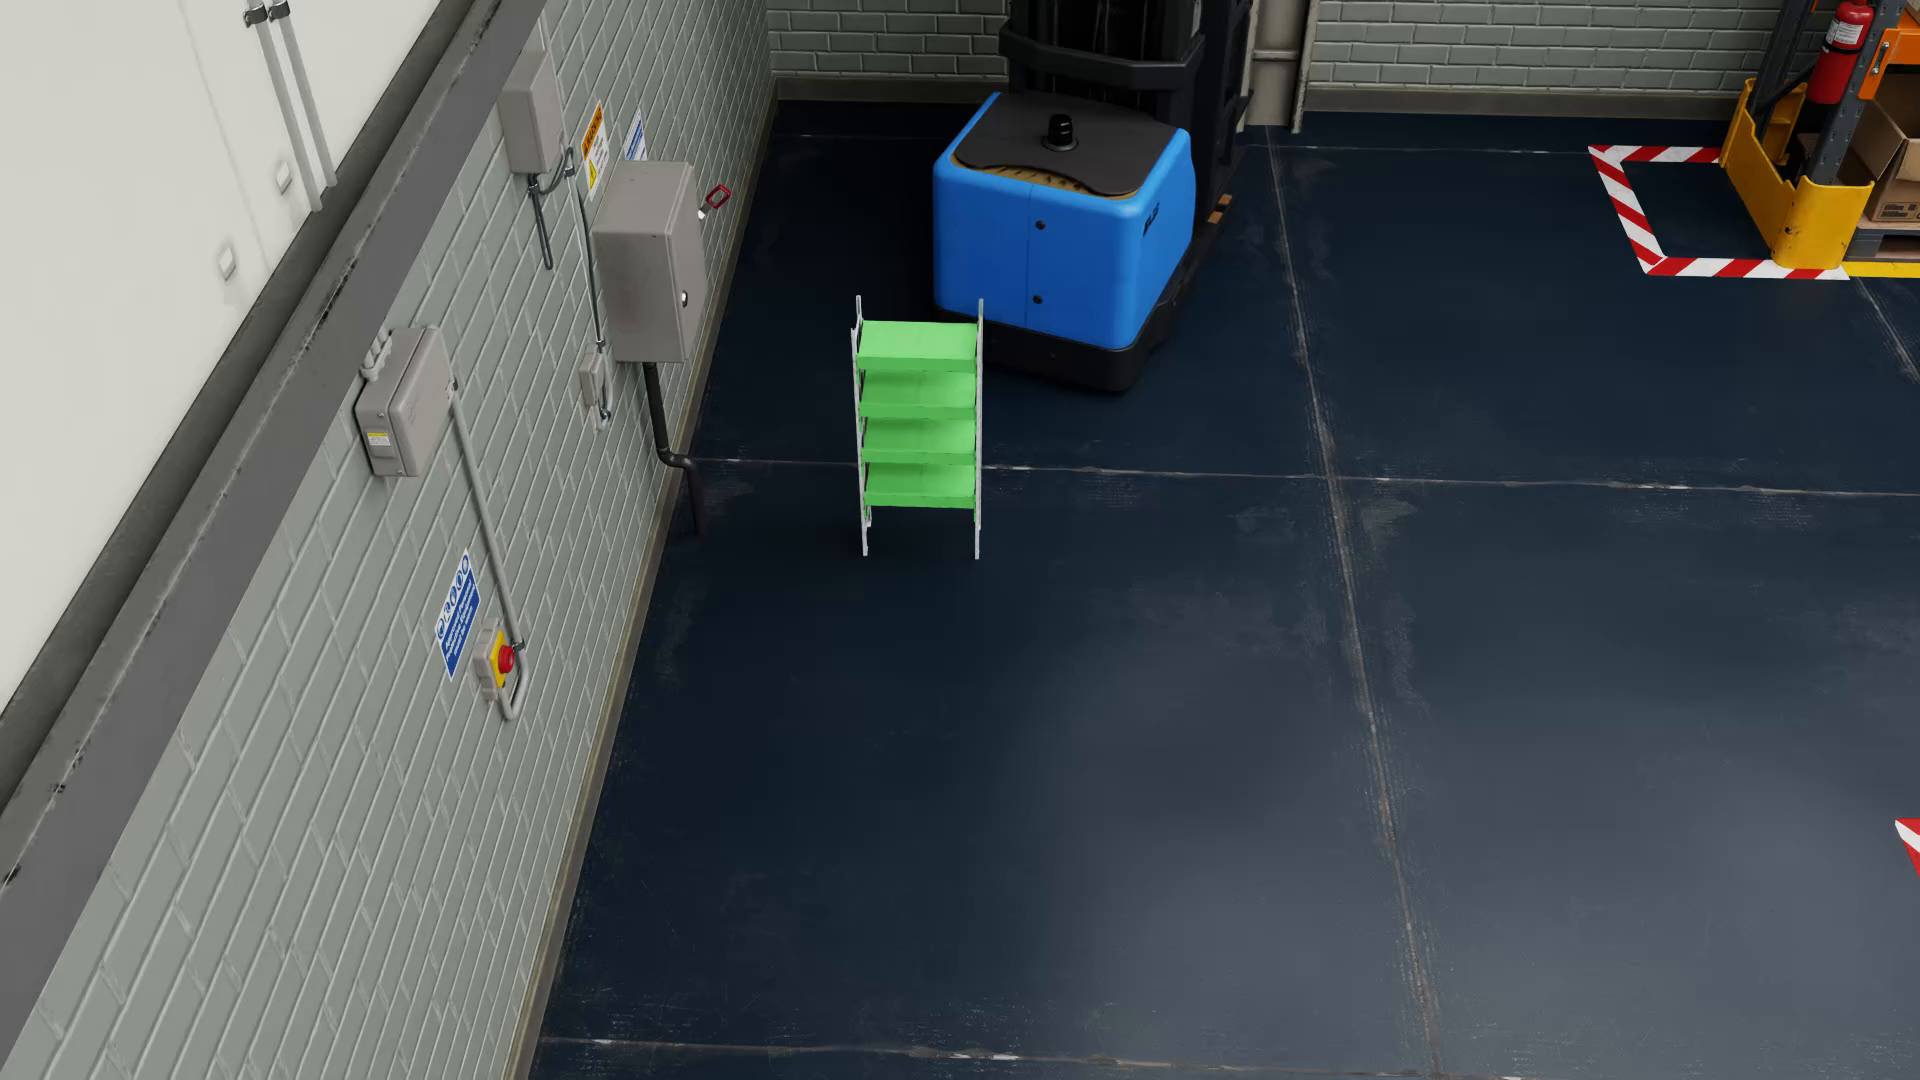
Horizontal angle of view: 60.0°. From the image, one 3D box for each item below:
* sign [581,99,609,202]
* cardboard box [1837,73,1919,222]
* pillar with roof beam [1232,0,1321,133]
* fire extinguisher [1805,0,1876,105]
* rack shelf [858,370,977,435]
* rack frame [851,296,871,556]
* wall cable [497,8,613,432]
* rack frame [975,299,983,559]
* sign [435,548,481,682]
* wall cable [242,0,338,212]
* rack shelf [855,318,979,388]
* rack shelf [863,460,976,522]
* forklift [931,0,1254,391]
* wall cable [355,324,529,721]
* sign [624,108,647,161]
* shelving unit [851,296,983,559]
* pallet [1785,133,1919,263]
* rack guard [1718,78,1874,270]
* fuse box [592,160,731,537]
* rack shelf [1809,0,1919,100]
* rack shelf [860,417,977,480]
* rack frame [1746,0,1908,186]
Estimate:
[{"bbox_3d":[-1.326,-1.419,6.052,0.001,0.242,0.339,2,43,2],"label":"sign"},{"bbox_3d":[5.103,-2.102,8.915,0.637,0.503,0.797,0,43,0],"label":"cardboard box"},{"bbox_3d":[1.650,-2.905,3.852,0.400,9.000,9.100,2,43,2],"label":"pillar with roof beam"},{"bbox_3d":[4.329,-2.470,8.117,0.183,0.674,0.296,2,43,2],"label":"fire extinguisher"},{"bbox_3d":[-0.165,-0.573,6.812,0.480,0.148,0.258,2,43,2],"label":"rack shelf"},{"bbox_3d":[-0.409,-0.452,6.940,0.015,1.200,0.240,2,43,2],"label":"rack frame"},{"bbox_3d":[-1.305,-1.060,5.528,0.122,1.984,0.588,2,43,2],"label":"wall cable"},{"bbox_3d":[0.078,-0.437,6.924,0.015,1.200,0.240,2,43,2],"label":"rack frame"},{"bbox_3d":[-1.421,0.210,4.711,0.001,0.218,0.327,2,43,2],"label":"sign"},{"bbox_3d":[-1.418,-1.743,2.605,0.029,3.000,0.463,2,43,2],"label":"wall cable"},{"bbox_3d":[-0.165,-0.749,6.648,0.480,0.148,0.258,2,43,2],"label":"rack shelf"},{"bbox_3d":[-0.165,-0.222,7.139,0.480,0.148,0.258,2,43,2],"label":"rack shelf"},{"bbox_3d":[0.889,-2.802,8.193,1.130,2.935,3.031,16,45,16],"label":"forklift"},{"bbox_3d":[-1.357,-0.106,4.480,0.123,1.953,0.585,2,43,2],"label":"wall cable"},{"bbox_3d":[-1.302,-1.456,6.768,0.001,0.494,0.329,2,43,2],"label":"sign"},{"bbox_3d":[-0.165,-0.444,6.932,0.503,1.200,0.258,2,43,2],"label":"shelving unit"},{"bbox_3d":[5.369,-1.899,9.219,1.213,0.211,1.003,2,43,2],"label":"pallet"},{"bbox_3d":[4.572,-2.028,9.146,0.348,0.500,1.175,2,43,2],"label":"rack guard"},{"bbox_3d":[-1.117,-0.677,6.807,0.414,1.711,0.539,2,43,2],"label":"fuse box"},{"bbox_3d":[6.494,-2.621,8.476,4.000,0.370,1.077,2,43,2],"label":"rack shelf"},{"bbox_3d":[-0.165,-0.397,6.975,0.480,0.148,0.258,2,43,2],"label":"rack shelf"},{"bbox_3d":[4.497,-2.945,8.296,0.127,3.000,1.000,2,43,2],"label":"rack frame"}]
